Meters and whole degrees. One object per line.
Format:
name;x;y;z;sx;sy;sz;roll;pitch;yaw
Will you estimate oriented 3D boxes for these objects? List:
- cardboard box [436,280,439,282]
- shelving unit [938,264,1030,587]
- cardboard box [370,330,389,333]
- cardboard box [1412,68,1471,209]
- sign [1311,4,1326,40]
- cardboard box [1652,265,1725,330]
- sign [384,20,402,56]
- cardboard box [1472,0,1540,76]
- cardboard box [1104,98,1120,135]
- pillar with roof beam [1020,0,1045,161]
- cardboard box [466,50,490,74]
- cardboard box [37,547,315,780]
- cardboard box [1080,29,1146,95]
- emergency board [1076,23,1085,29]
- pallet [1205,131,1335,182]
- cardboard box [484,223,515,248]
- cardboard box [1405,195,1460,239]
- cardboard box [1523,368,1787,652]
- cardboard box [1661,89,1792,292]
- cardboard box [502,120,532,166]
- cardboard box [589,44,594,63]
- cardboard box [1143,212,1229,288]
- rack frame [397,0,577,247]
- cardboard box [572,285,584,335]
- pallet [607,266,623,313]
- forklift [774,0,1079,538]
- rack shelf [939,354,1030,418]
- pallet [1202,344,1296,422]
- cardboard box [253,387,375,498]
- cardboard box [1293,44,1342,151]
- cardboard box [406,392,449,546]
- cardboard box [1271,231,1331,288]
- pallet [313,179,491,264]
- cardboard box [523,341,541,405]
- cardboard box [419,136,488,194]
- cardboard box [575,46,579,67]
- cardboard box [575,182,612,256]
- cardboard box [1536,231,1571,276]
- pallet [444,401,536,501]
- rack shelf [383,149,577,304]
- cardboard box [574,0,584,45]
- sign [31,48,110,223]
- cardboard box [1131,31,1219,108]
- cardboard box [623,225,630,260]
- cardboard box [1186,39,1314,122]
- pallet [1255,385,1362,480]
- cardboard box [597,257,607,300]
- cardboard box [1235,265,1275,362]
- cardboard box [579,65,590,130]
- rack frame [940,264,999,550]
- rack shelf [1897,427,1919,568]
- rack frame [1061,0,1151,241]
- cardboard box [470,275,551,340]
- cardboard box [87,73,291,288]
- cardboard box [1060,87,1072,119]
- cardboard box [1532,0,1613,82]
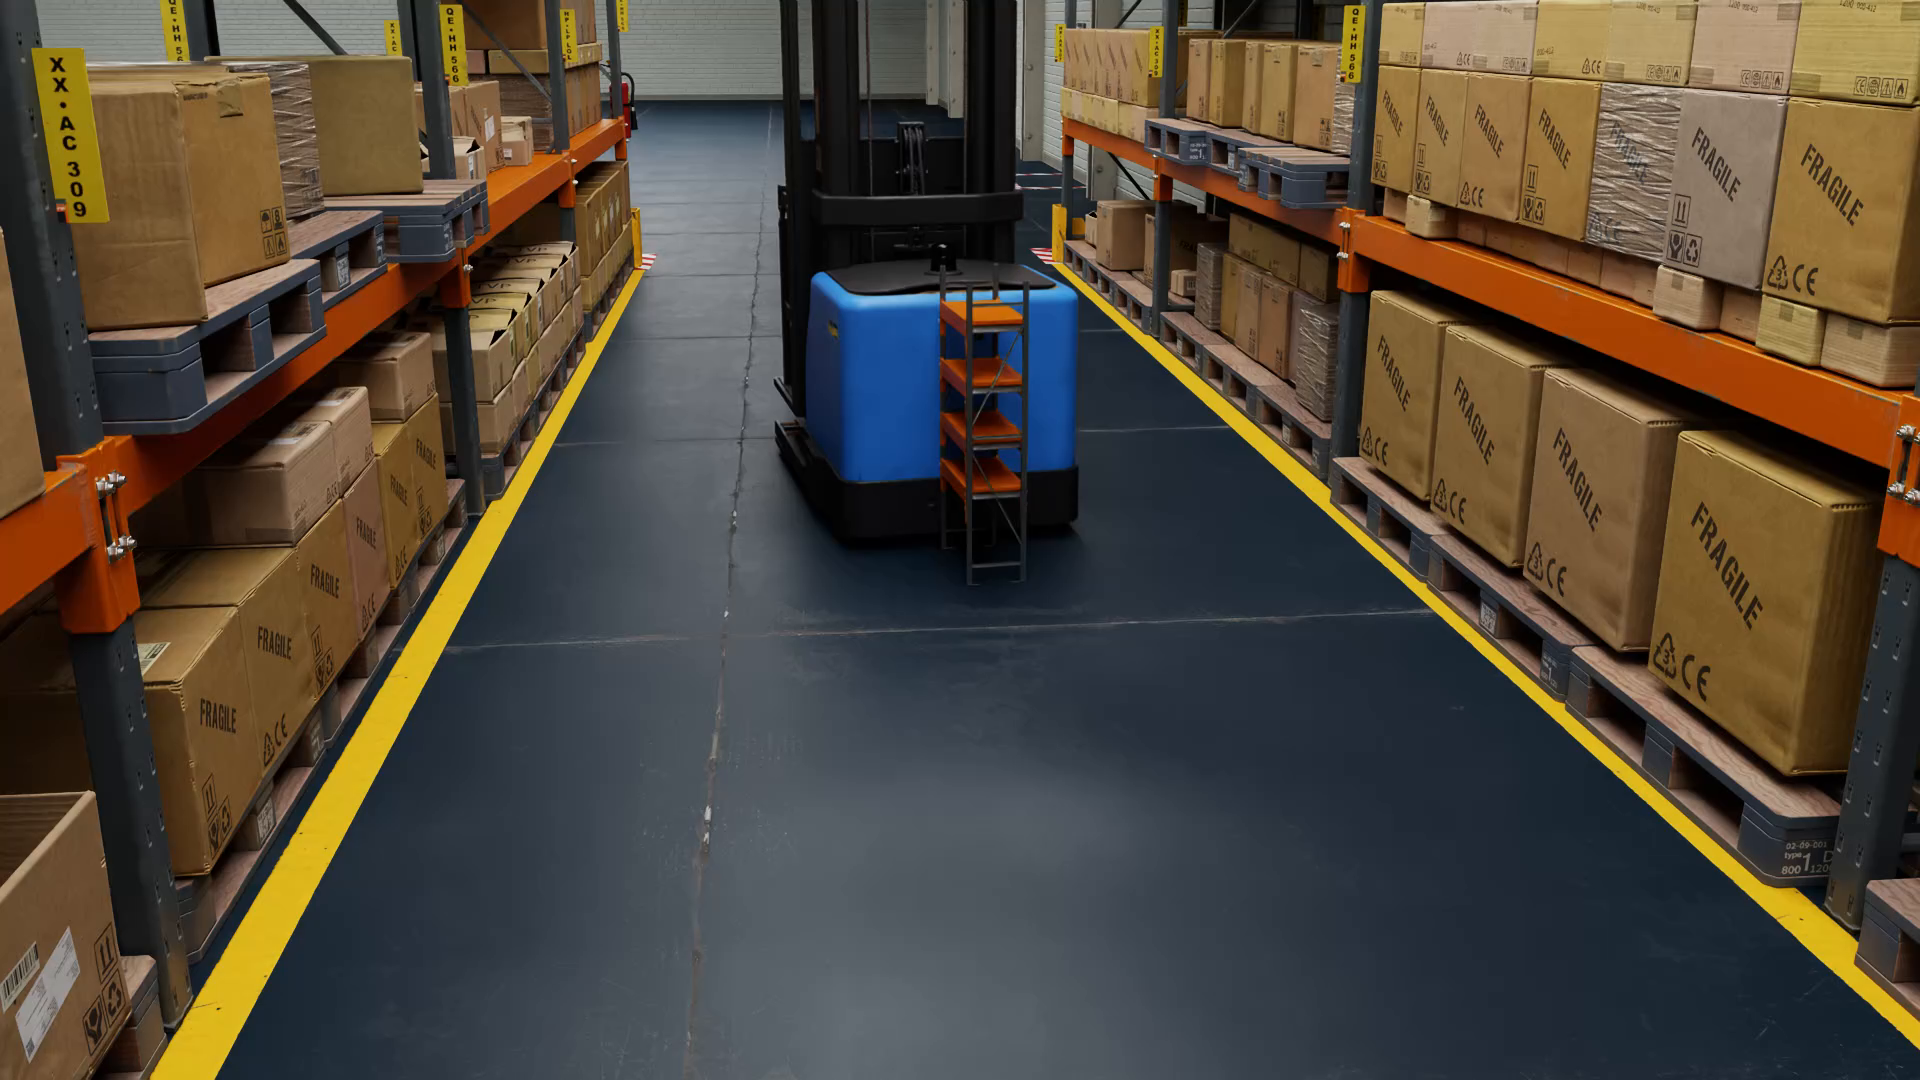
cardboard box;-3.174;-1.445;9.726;0.500;0.311;0.500;-2;18;-7
shelving unit;0.091;-0.467;6.661;0.258;1.200;0.503;-4;18;-12
cardboard box;-2.956;-0.836;7.787;0.500;0.311;0.500;-1;17;-4
cardboard box;2.110;-1.576;6.493;0.500;0.500;0.500;-1;17;-4
sign;2.409;-3.448;11.220;0.100;0.325;0.005;-2;18;-6
cardboard box;2.249;-0.706;4.804;0.380;0.149;0.250;-2;18;-6
sign;-3.622;-3.157;10.647;0.100;0.325;0.005;-2;18;-6
cardboard box;2.172;-1.791;5.925;0.500;0.250;0.500;-2;18;-5
cardboard box;1.396;-3.246;12.724;0.500;0.250;0.500;-2;18;-6
pillar with roof beam;-3.143;-10.192;24.618;9.100;9.000;0.400;-2;18;-6
cardboard box;-3.311;-3.155;10.970;0.380;0.149;0.250;-2;18;-6
cardboard box;-2.118;0.332;4.549;0.500;0.500;0.500;-2;17;-5
cardboard box;1.283;-3.912;13.595;0.500;0.500;0.500;-2;18;-7
emergency board;1.541;-6.413;22.595;0.194;1.169;0.643;-2;18;-6
pallet;2.025;-2.183;9.443;1.003;0.211;1.213;-2;18;-6
cardboard box;-3.375;-2.251;11.976;0.500;0.500;0.500;-2;18;-6
cardboard box;2.034;-1.313;6.739;0.380;0.149;0.250;-1;17;-4
cardboard box;2.391;-0.123;5.450;0.750;0.750;0.750;-1;17;-4
cardboard box;2.321;-0.975;4.578;0.500;0.500;0.500;-2;18;-5
cardboard box;-2.796;-2.403;10.049;0.396;0.266;0.258;-2;18;-7
cardboard box;-3.175;-3.935;13.455;0.380;0.149;0.250;-2;17;-5
cardboard box;1.710;-2.203;12.625;0.500;0.500;0.500;-3;18;-10
rack frame;-3.070;-2.724;10.845;1.000;3.000;0.127;-2;18;-6
cardboard box;-2.739;-1.498;10.829;0.500;0.250;0.500;-2;18;-6
pallet;-3.239;-1.996;13.182;1.003;0.211;1.213;-2;18;-6
forklift;-0.335;-1.809;8.047;1.130;2.935;3.031;-4;18;-13
rack shelf;0.091;-0.616;6.614;0.258;0.148;0.480;-4;18;-12
pallet;2.068;-0.951;9.854;1.003;0.211;1.213;-2;18;-6
cardboard box;-2.208;-0.314;5.357;0.500;0.250;0.500;-2;18;-7
cardboard box;2.127;-2.249;8.432;0.700;0.500;0.500;-3;18;-11
cardboard box;-2.327;-0.278;6.493;0.500;0.500;0.500;-1;17;-3
cardboard box;2.089;-1.599;9.449;0.500;0.250;0.500;-2;18;-6
pallet;-2.518;-1.241;6.441;1.213;0.211;1.003;-2;18;-6
cardboard box;-2.532;-0.890;8.893;0.500;0.250;0.500;-2;18;-7
cardboard box;-2.557;-1.762;7.930;0.500;0.311;0.500;-2;18;-6
cardboard box;-3.068;-3.628;12.476;0.380;0.149;0.250;-2;18;-6
cardboard box;-2.910;-2.416;12.501;0.500;0.500;0.500;-2;18;-6
cardboard box;2.242;-1.014;5.785;0.380;0.149;0.250;-2;18;-5
pallet;-2.703;-0.448;8.251;1.003;0.211;1.213;-2;18;-6
rack shelf;-2.864;-1.785;9.054;1.077;0.370;4.000;-2;18;-6
cardboard box;-3.329;-4.120;12.960;0.700;0.500;0.500;-2;18;-5
sign;-1.706;-0.772;3.184;0.100;0.325;0.005;-2;18;-6
cardboard box;1.501;-3.305;11.661;0.500;0.500;0.500;-2;18;-6
cardboard box;-3.070;-2.505;14.036;0.500;0.250;0.500;-2;18;-6
cardboard box;1.876;-2.983;10.769;0.700;0.500;0.500;-2;18;-5
pallet;2.190;-0.588;8.699;1.003;0.211;1.213;-2;18;-6
cardboard box;-2.863;-1.909;12.139;0.500;0.250;0.500;-2;18;-6
cardboard box;2.065;-1.371;9.974;0.700;0.500;0.500;-2;17;-5
cardboard box;-3.343;-3.519;13.212;0.700;0.500;0.500;-2;18;-5
rack frame;0.038;-0.538;6.888;0.240;1.200;0.015;-4;18;-12
rack shelf;2.888;0.445;1.953;1.077;0.370;4.000;-2;18;-6
rack frame;1.444;-4.070;15.132;1.000;3.000;0.127;-2;18;-6
cardboard box;-2.586;-1.314;9.309;0.500;0.311;0.500;-2;18;-6
cardboard box;-2.205;-0.939;4.293;0.700;0.500;0.500;1;17;3
cardboard box;1.179;-3.852;14.657;0.500;0.250;0.500;-2;18;-7
cardboard box;2.231;-1.639;5.441;0.500;0.250;0.500;-2;18;-7
